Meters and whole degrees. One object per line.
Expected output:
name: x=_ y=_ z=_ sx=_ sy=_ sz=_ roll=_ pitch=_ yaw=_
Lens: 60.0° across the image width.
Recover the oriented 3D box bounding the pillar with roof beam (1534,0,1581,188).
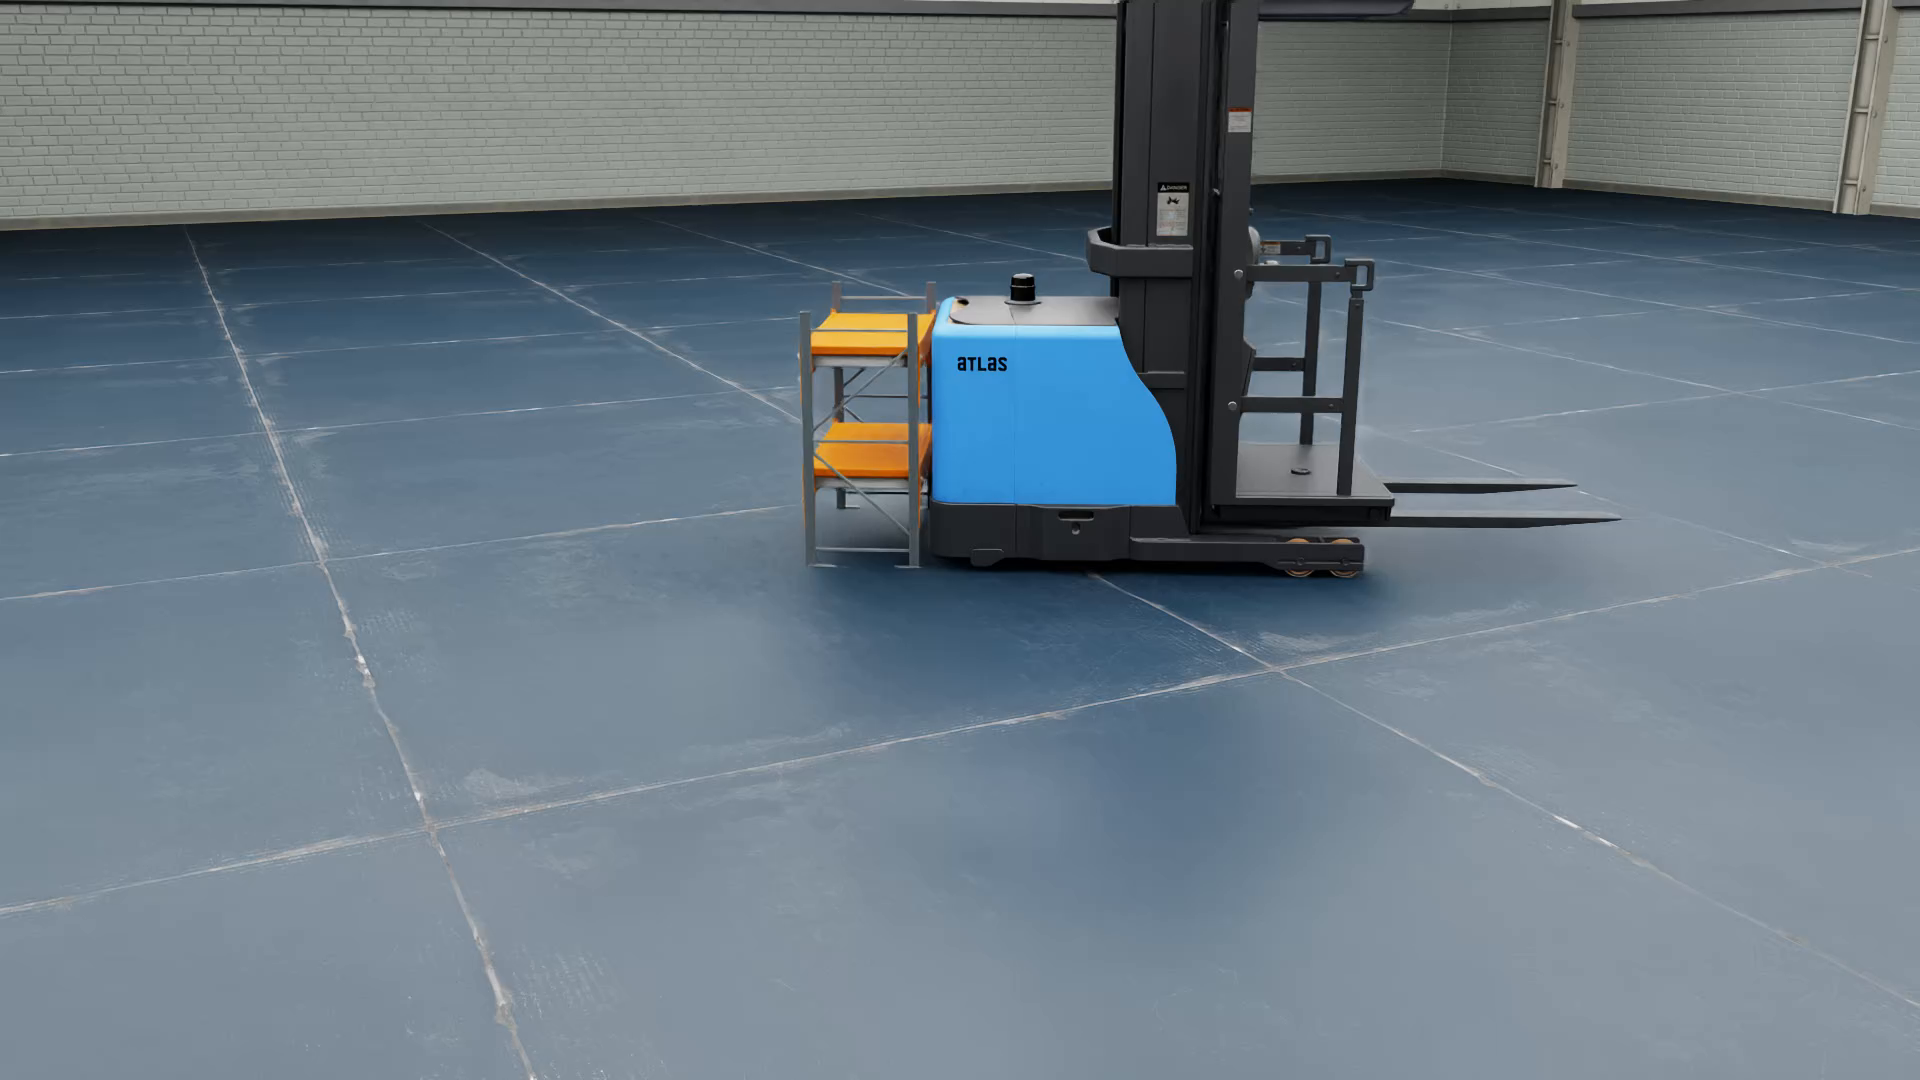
pillar with roof beam: x=6.653 y=-10.111 z=26.669 sx=9.100 sy=9.000 sz=0.400 roll=-8 pitch=18 yaw=-25

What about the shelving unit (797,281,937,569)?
shelving unit: x=-0.398 y=-0.562 z=7.670 sx=0.538 sy=1.125 sz=1.048 roll=1 pitch=16 yaw=3

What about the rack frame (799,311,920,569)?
rack frame: x=-0.429 y=-0.422 z=7.182 sx=0.500 sy=1.125 sz=0.032 roll=1 pitch=16 yaw=3

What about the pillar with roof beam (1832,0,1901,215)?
pillar with roof beam: x=9.281 y=-8.623 z=21.484 sx=9.100 sy=9.000 sz=0.400 roll=-8 pitch=18 yaw=-25

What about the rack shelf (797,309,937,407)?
rack shelf: x=-0.398 y=-0.843 z=7.589 sx=0.538 sy=0.278 sz=1.000 roll=1 pitch=16 yaw=3

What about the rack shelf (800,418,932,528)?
rack shelf: x=-0.398 y=-0.327 z=7.738 sx=0.538 sy=0.278 sz=1.000 roll=1 pitch=16 yaw=3

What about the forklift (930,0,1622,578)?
forklift: x=1.396 y=-1.395 z=7.298 sx=3.031 sy=2.935 sz=1.130 roll=1 pitch=16 yaw=2

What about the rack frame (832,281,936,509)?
rack frame: x=-0.367 y=-0.702 z=8.158 sx=0.500 sy=1.125 sz=0.032 roll=1 pitch=16 yaw=3
